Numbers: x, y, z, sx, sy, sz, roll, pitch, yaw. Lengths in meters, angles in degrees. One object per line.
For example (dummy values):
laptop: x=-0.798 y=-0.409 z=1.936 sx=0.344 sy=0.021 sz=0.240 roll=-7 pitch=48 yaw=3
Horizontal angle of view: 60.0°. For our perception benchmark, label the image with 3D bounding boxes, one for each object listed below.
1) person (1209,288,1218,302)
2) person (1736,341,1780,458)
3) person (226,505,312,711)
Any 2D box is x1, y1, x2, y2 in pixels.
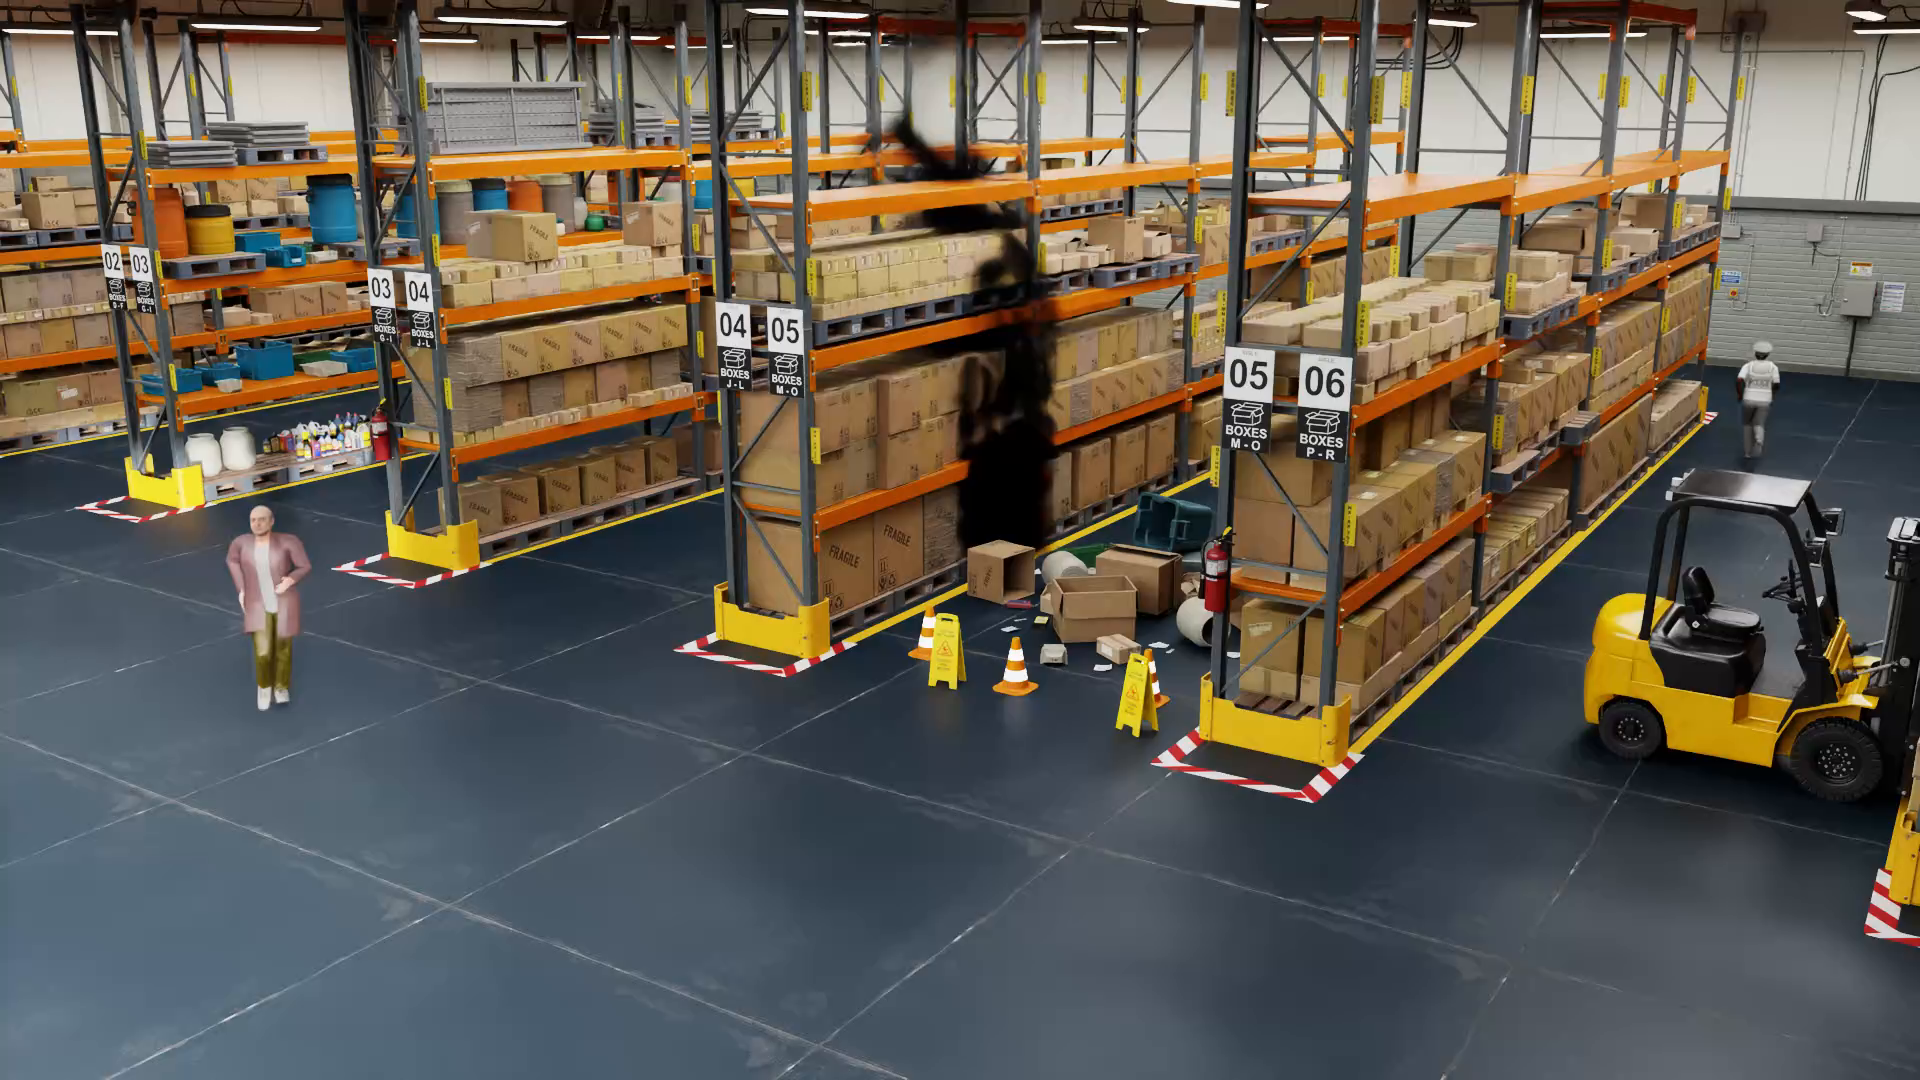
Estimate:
person: x=4.312 y=-3.294 z=27.801 sx=0.674 sy=1.862 sz=0.772 roll=12 pitch=20 yaw=37
person: x=10.992 y=-1.890 z=22.974 sx=0.565 sy=1.660 sz=0.761 roll=6 pitch=17 yaw=22
person: x=-5.733 y=0.679 z=13.892 sx=0.677 sy=1.577 sz=0.731 roll=-5 pitch=16 yaw=-17
